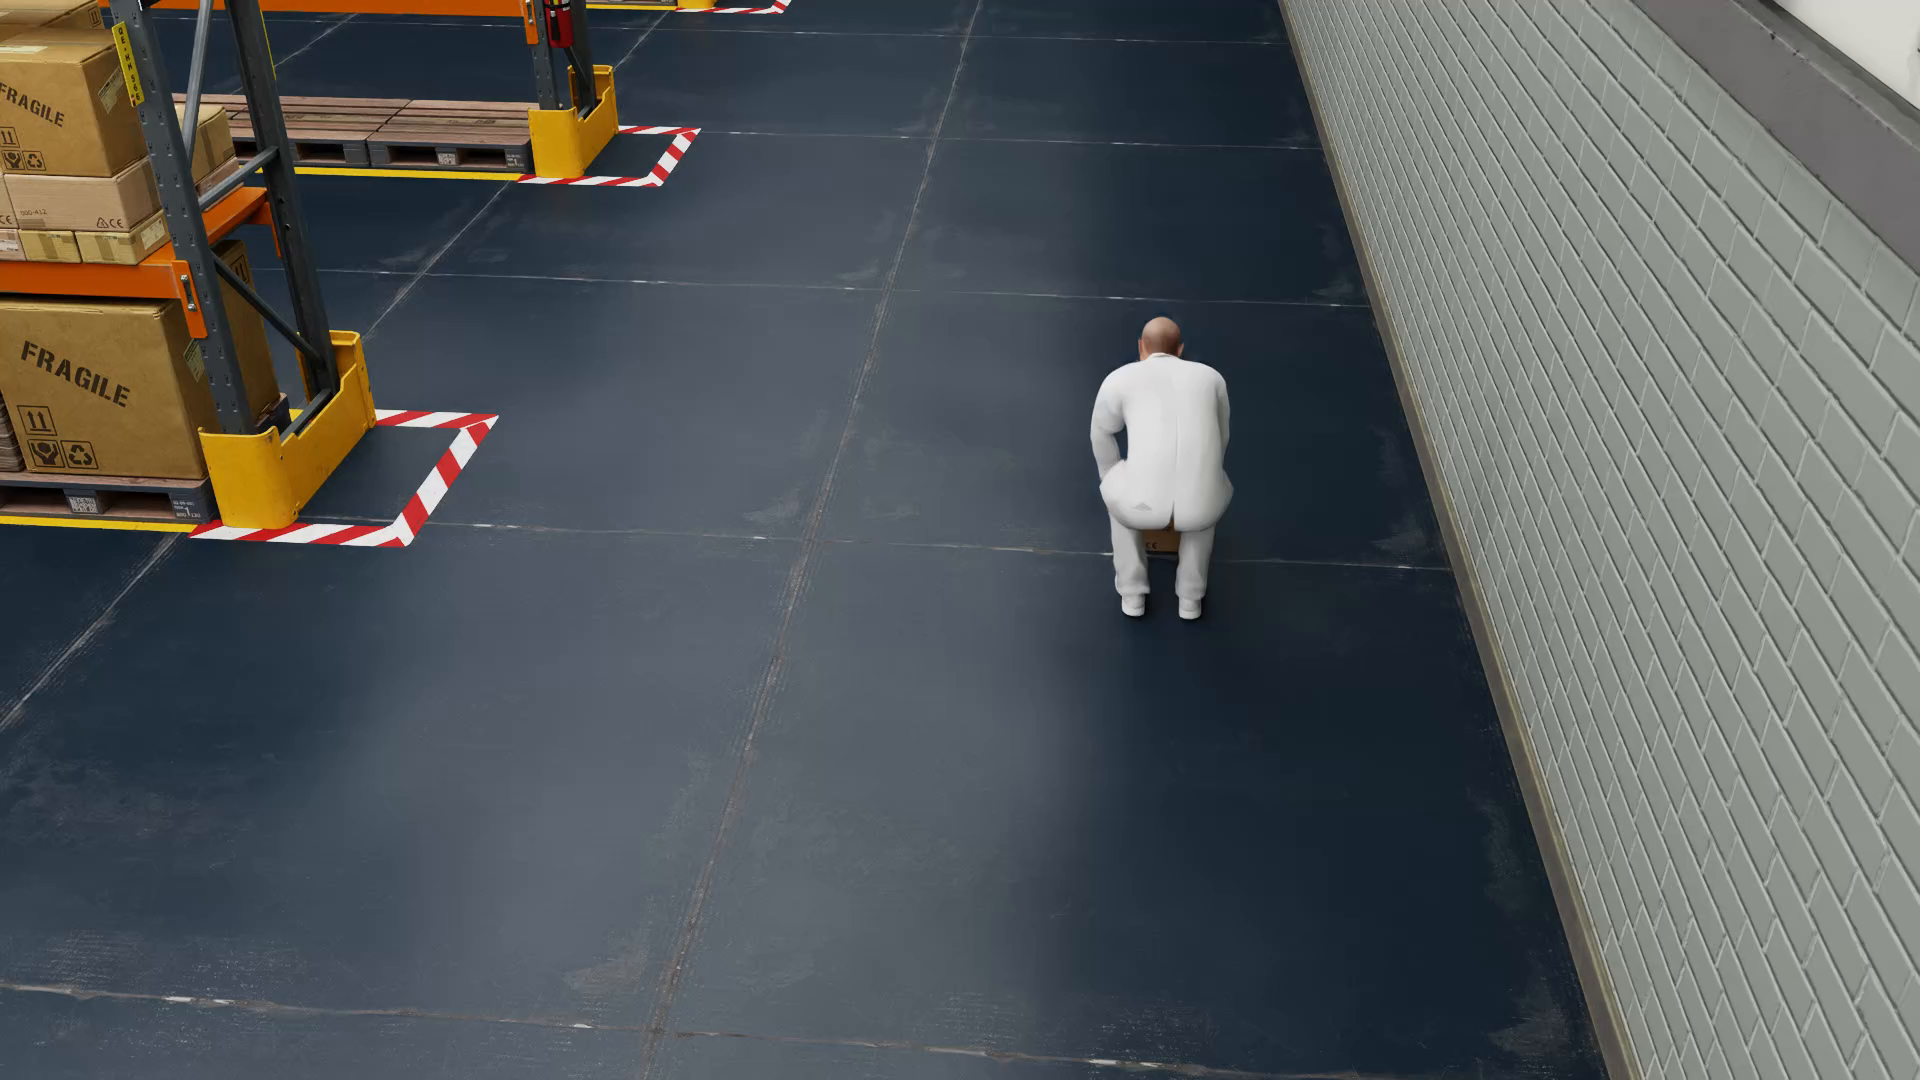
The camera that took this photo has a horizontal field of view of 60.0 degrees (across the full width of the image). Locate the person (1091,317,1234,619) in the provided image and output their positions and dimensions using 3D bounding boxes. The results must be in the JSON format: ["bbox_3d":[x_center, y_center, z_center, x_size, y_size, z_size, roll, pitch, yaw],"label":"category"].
[{"bbox_3d":[0.872,-0.281,7.194,0.625,1.165,0.830,2,32,4],"label":"person"}]
